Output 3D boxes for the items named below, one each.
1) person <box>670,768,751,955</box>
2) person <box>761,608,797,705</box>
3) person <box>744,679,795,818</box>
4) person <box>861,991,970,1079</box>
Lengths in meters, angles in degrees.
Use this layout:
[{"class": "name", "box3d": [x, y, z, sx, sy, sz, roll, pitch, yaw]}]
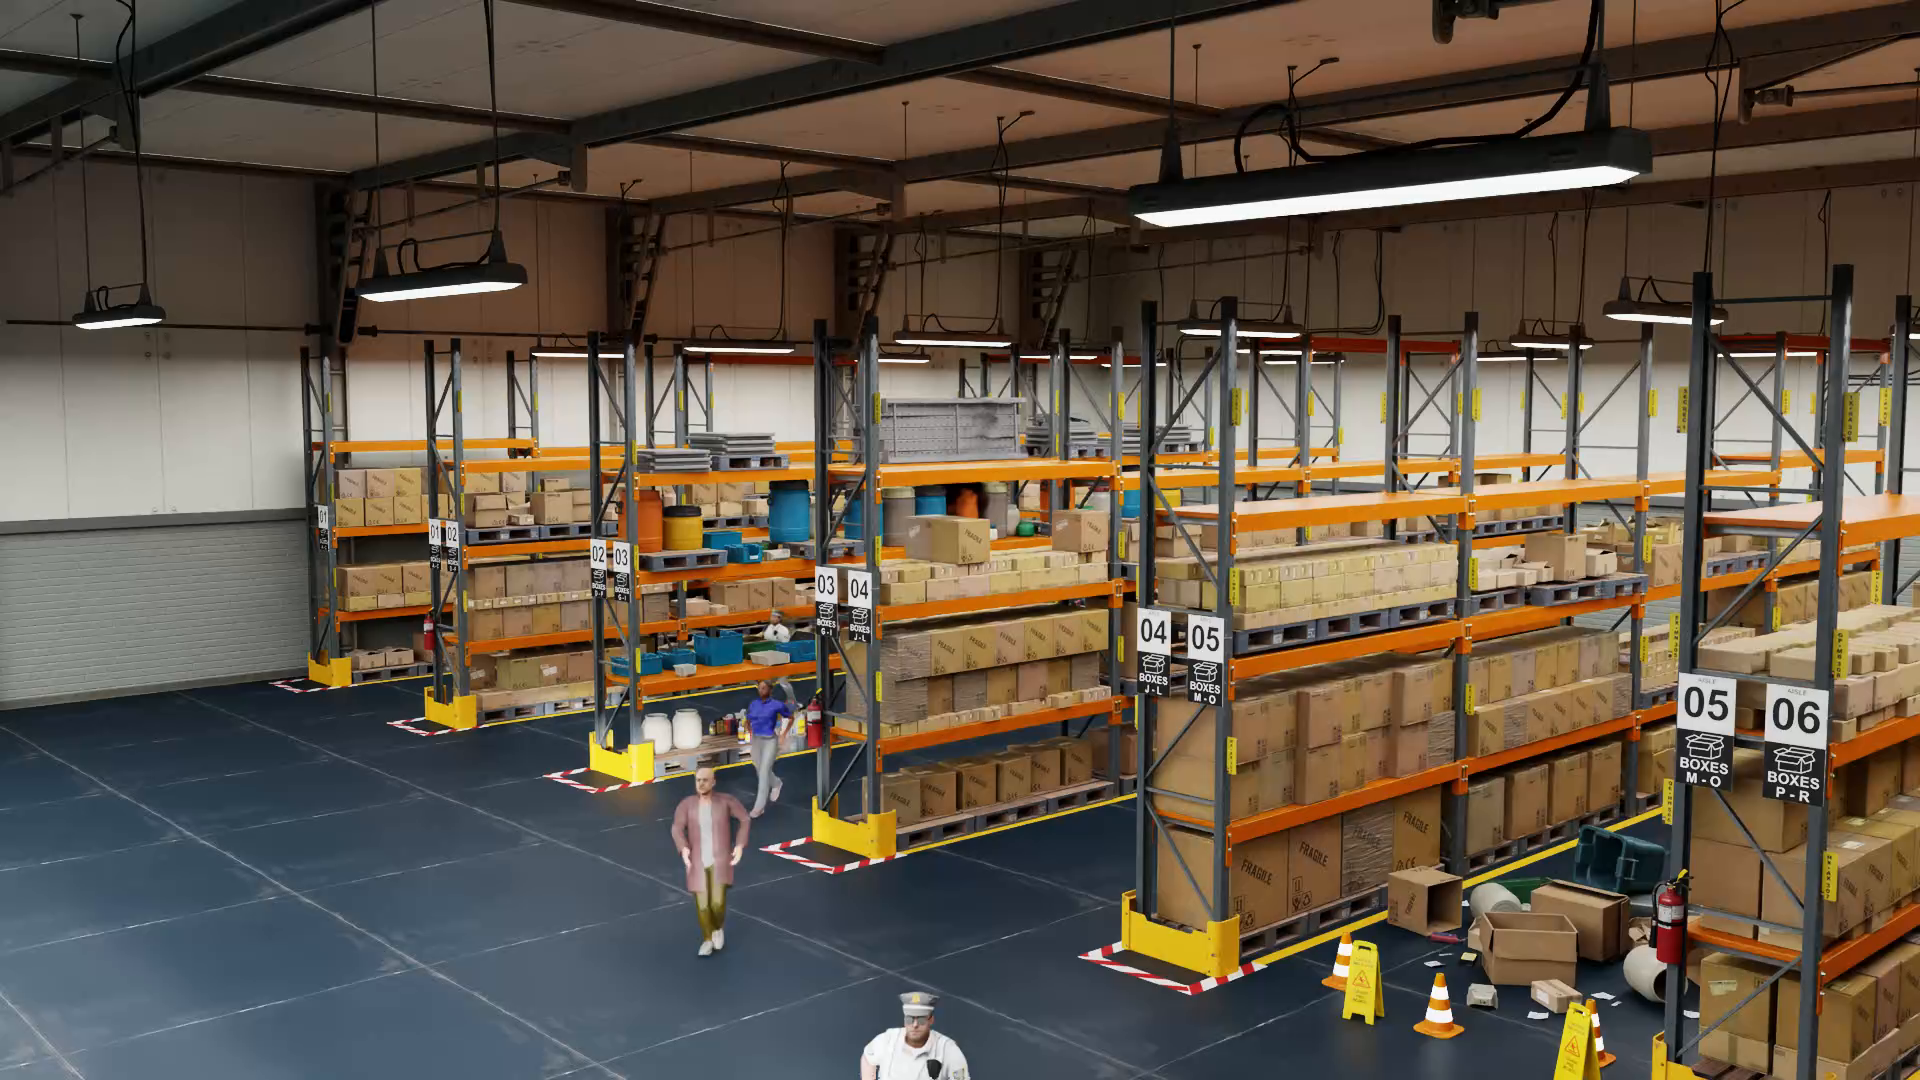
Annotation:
[{"class": "person", "box3d": [-2.304, 2.960, 15.235, 0.721, 1.737, 0.567, 0, 5, 1]}, {"class": "person", "box3d": [-2.942, 1.958, 26.885, 0.598, 1.749, 0.785, 3, 6, 34]}, {"class": "person", "box3d": [-2.378, 2.521, 20.474, 0.589, 1.634, 0.945, 2, 6, 26]}, {"class": "person", "box3d": [-0.266, 3.458, 9.568, 0.653, 1.793, 0.781, 0, 5, 2]}]
